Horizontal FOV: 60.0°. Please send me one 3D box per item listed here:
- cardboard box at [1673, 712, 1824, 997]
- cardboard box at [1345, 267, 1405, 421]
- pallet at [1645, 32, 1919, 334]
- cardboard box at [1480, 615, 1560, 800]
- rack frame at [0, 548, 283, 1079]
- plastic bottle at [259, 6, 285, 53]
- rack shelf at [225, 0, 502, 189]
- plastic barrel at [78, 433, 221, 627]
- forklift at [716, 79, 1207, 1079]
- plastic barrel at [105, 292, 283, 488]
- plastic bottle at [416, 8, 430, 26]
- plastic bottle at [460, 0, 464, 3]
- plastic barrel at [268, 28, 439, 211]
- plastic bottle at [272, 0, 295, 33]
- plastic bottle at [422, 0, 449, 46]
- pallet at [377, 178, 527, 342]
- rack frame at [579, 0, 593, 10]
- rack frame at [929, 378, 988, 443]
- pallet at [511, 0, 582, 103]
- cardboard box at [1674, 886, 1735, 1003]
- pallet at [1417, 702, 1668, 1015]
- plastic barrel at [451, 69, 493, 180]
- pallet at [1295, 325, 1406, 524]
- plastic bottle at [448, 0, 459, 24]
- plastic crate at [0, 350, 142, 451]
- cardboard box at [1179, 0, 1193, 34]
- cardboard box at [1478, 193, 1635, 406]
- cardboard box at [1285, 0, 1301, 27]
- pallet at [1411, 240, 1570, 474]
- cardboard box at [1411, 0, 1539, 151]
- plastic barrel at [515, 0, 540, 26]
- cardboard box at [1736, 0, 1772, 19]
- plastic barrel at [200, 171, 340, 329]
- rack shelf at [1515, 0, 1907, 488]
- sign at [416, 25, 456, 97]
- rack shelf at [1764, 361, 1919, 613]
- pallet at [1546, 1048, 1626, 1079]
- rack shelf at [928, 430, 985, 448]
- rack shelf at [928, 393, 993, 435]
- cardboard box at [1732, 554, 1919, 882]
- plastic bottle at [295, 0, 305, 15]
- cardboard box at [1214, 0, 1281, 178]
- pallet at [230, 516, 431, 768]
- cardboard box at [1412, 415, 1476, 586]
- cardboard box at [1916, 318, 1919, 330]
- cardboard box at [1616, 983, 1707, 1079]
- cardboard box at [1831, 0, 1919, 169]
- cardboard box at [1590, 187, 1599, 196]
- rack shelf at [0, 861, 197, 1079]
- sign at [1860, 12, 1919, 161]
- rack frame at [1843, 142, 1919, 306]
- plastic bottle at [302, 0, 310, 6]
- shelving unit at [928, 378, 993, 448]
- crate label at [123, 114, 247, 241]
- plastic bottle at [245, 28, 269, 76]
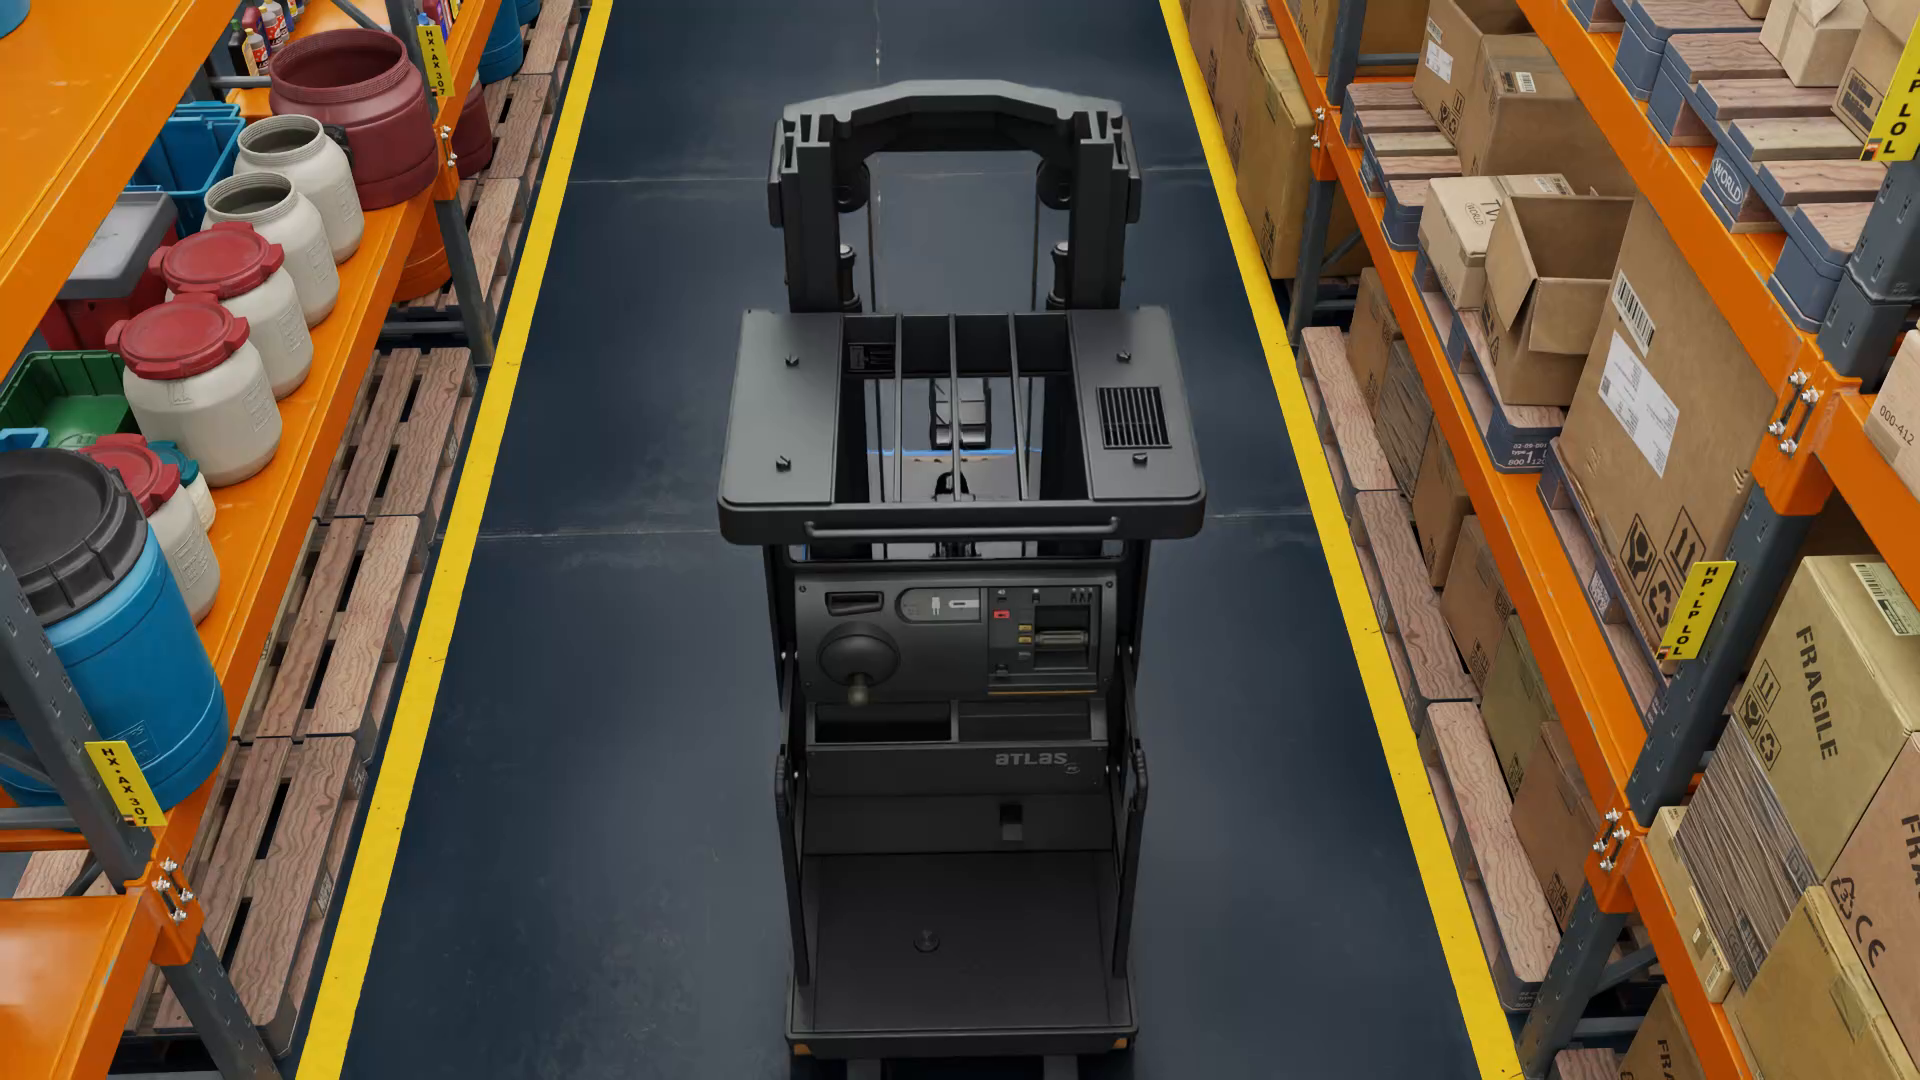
[{"bbox_3d":[2.273,0.740,3.929,0.875,0.500,0.500,-2,43,-2],"label":"cardboard box"},{"bbox_3d":[2.194,-0.909,7.546,0.700,0.500,0.500,-4,43,-4],"label":"cardboard box"},{"bbox_3d":[2.396,-0.876,3.905,1.213,0.211,1.003,-2,43,-2],"label":"pallet"},{"bbox_3d":[2.310,0.602,5.898,0.700,0.500,0.500,-2,43,-2],"label":"cardboard box"},{"bbox_3d":[-2.630,0.723,4.242,0.949,2.616,0.053,-2,43,-2],"label":"rack frame"},{"bbox_3d":[-3.243,-2.400,7.795,0.097,0.201,0.097,0,43,0],"label":"plastic bottle"},{"bbox_3d":[-2.888,-3.063,8.904,1.077,0.370,4.000,-2,43,-2],"label":"rack shelf"},{"bbox_3d":[-2.454,0.020,4.907,0.433,0.535,0.433,0,43,0],"label":"plastic barrel"},{"bbox_3d":[-0.004,0.371,4.676,1.130,2.935,3.031,-1,43,-1],"label":"forklift"},{"bbox_3d":[-2.486,-0.475,5.448,0.433,0.535,0.433,0,43,0],"label":"plastic barrel"},{"bbox_3d":[-2.476,-2.311,7.646,0.097,0.271,0.097,0,43,0],"label":"plastic bottle"},{"bbox_3d":[-2.488,-2.796,8.167,0.061,0.283,0.133,-2,43,-2],"label":"plastic bottle"},{"bbox_3d":[-2.480,-1.723,6.810,0.600,0.536,0.708,-2,43,-2],"label":"plastic barrel"},{"bbox_3d":[-3.251,-2.557,7.915,0.097,0.271,0.097,0,43,0],"label":"plastic bottle"},{"bbox_3d":[-2.466,-2.459,7.800,0.061,0.283,0.133,-2,43,-2],"label":"plastic bottle"},{"bbox_3d":[-2.878,-1.481,8.709,1.003,0.211,1.213,-2,43,-2],"label":"pallet"},{"bbox_3d":[-2.973,-4.678,10.134,1.000,3.000,0.127,-2,43,-2],"label":"rack frame"},{"bbox_3d":[-0.005,-0.406,7.027,0.240,0.900,0.006,-2,43,-2],"label":"rack frame"},{"bbox_3d":[-2.981,-3.128,10.506,1.003,0.211,1.213,-2,43,-2],"label":"pallet"},{"bbox_3d":[2.022,0.996,4.129,0.380,0.149,0.250,-2,43,-2],"label":"cardboard box"},{"bbox_3d":[2.281,1.083,5.912,1.003,0.211,1.213,-2,43,-2],"label":"pallet"},{"bbox_3d":[-2.888,-2.336,9.052,0.600,0.588,0.708,-2,43,-2],"label":"plastic barrel"},{"bbox_3d":[2.178,-0.564,7.709,1.003,0.211,1.213,-2,43,-2],"label":"pallet"},{"bbox_3d":[-2.478,-2.640,7.997,0.061,0.283,0.133,-2,43,-2],"label":"plastic bottle"},{"bbox_3d":[-2.989,-0.367,5.587,0.450,0.188,0.662,-2,43,-2],"label":"plastic crate"},{"bbox_3d":[2.023,-3.760,10.394,1.225,0.875,0.875,-2,43,-2],"label":"cardboard box"},{"bbox_3d":[2.150,-0.780,5.494,0.797,0.503,0.637,2,43,3],"label":"cardboard box"},{"bbox_3d":[1.862,-2.820,8.032,0.500,0.500,0.500,-2,43,-2],"label":"cardboard box"},{"bbox_3d":[2.271,-0.714,5.951,1.003,0.211,1.213,-2,43,-2],"label":"pallet"},{"bbox_3d":[2.209,-1.948,6.771,0.500,0.500,0.500,-6,43,-7],"label":"cardboard box"},{"bbox_3d":[-2.966,-3.692,10.300,0.600,0.901,0.708,-2,43,-2],"label":"plastic barrel"},{"bbox_3d":[2.354,-1.674,4.250,0.797,0.503,0.637,0,43,0],"label":"cardboard box"},{"bbox_3d":[-2.528,-1.046,6.089,0.421,0.512,0.421,0,43,0],"label":"plastic barrel"},{"bbox_3d":[2.231,-1.610,5.099,1.077,0.370,4.000,-2,43,-2],"label":"rack shelf"},{"bbox_3d":[-2.253,-2.058,7.155,0.100,0.325,0.005,-2,43,-2],"label":"sign"},{"bbox_3d":[2.401,1.090,2.153,1.077,0.370,4.000,-2,43,-2],"label":"rack shelf"},{"bbox_3d":[2.380,2.061,4.845,1.003,0.211,1.213,-2,43,-2],"label":"pallet"},{"bbox_3d":[0.000,-0.379,6.914,0.258,0.077,0.200,-2,43,-2],"label":"rack shelf"},{"bbox_3d":[0.000,-0.512,6.792,0.258,0.077,0.200,-2,43,-2],"label":"rack shelf"},{"bbox_3d":[2.081,0.376,3.585,0.500,0.500,0.500,-2,43,-2],"label":"cardboard box"},{"bbox_3d":[-3.259,-2.688,8.058,0.097,0.271,0.097,0,43,0],"label":"plastic bottle"},{"bbox_3d":[2.107,-2.560,9.085,1.225,0.875,0.875,-2,43,-2],"label":"cardboard box"},{"bbox_3d":[-2.760,0.396,6.662,1.003,0.211,1.213,-2,43,-2],"label":"pallet"},{"bbox_3d":[2.262,-0.152,6.720,0.700,0.500,0.500,2,43,2],"label":"cardboard box"},{"bbox_3d":[2.022,-0.389,3.050,0.380,0.149,0.250,-3,43,-3],"label":"cardboard box"},{"bbox_3d":[2.293,1.618,4.804,0.500,0.500,0.500,-3,43,-3],"label":"cardboard box"},{"bbox_3d":[2.395,-1.038,3.556,0.797,0.503,0.637,-4,43,-4],"label":"cardboard box"},{"bbox_3d":[2.486,-1.107,6.027,0.396,0.266,0.258,-3,43,-3],"label":"cardboard box"},{"bbox_3d":[-2.548,2.338,3.012,1.077,0.370,4.000,-2,43,-2],"label":"rack shelf"},{"bbox_3d":[1.761,-0.843,3.055,0.100,0.325,0.005,-2,43,-2],"label":"sign"},{"bbox_3d":[2.316,-1.631,2.370,1.000,3.000,0.127,-2,43,-2],"label":"rack frame"},{"bbox_3d":[-3.263,-2.728,8.153,0.097,0.201,0.097,0,43,0],"label":"plastic bottle"},{"bbox_3d":[0.000,-0.337,6.952,0.258,0.900,0.210,-2,43,-2],"label":"shelving unit"},{"bbox_3d":[-3.031,-1.312,6.436,0.502,0.435,0.616,-2,43,-2],"label":"crate label"},{"bbox_3d":[-3.233,-2.244,7.625,0.097,0.201,0.097,0,43,0],"label":"plastic bottle"}]
